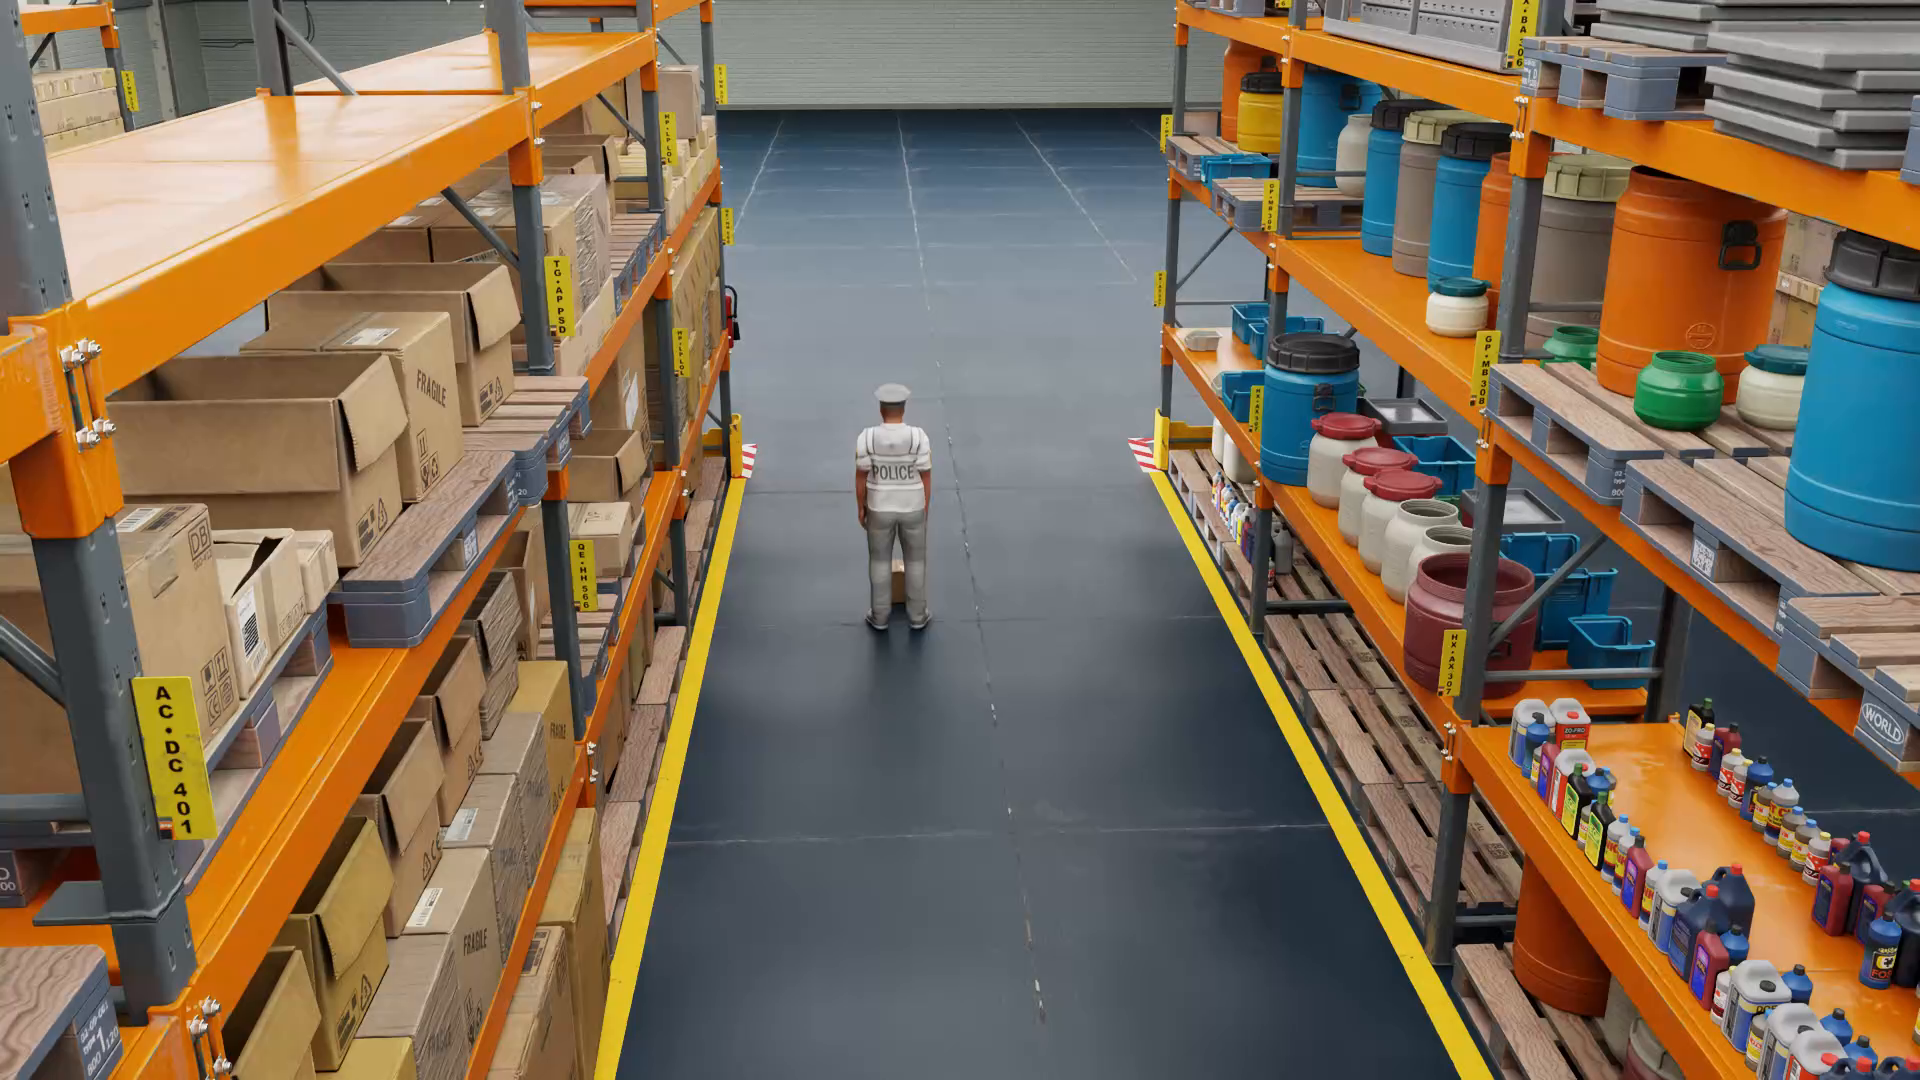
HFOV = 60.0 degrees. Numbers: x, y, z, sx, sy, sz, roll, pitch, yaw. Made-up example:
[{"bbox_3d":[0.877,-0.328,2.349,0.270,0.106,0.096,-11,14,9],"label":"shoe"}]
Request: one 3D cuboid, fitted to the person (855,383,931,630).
[{"bbox_3d":[-0.465,-0.228,11.672,0.530,1.761,0.395,-1,20,-1],"label":"person"}]
